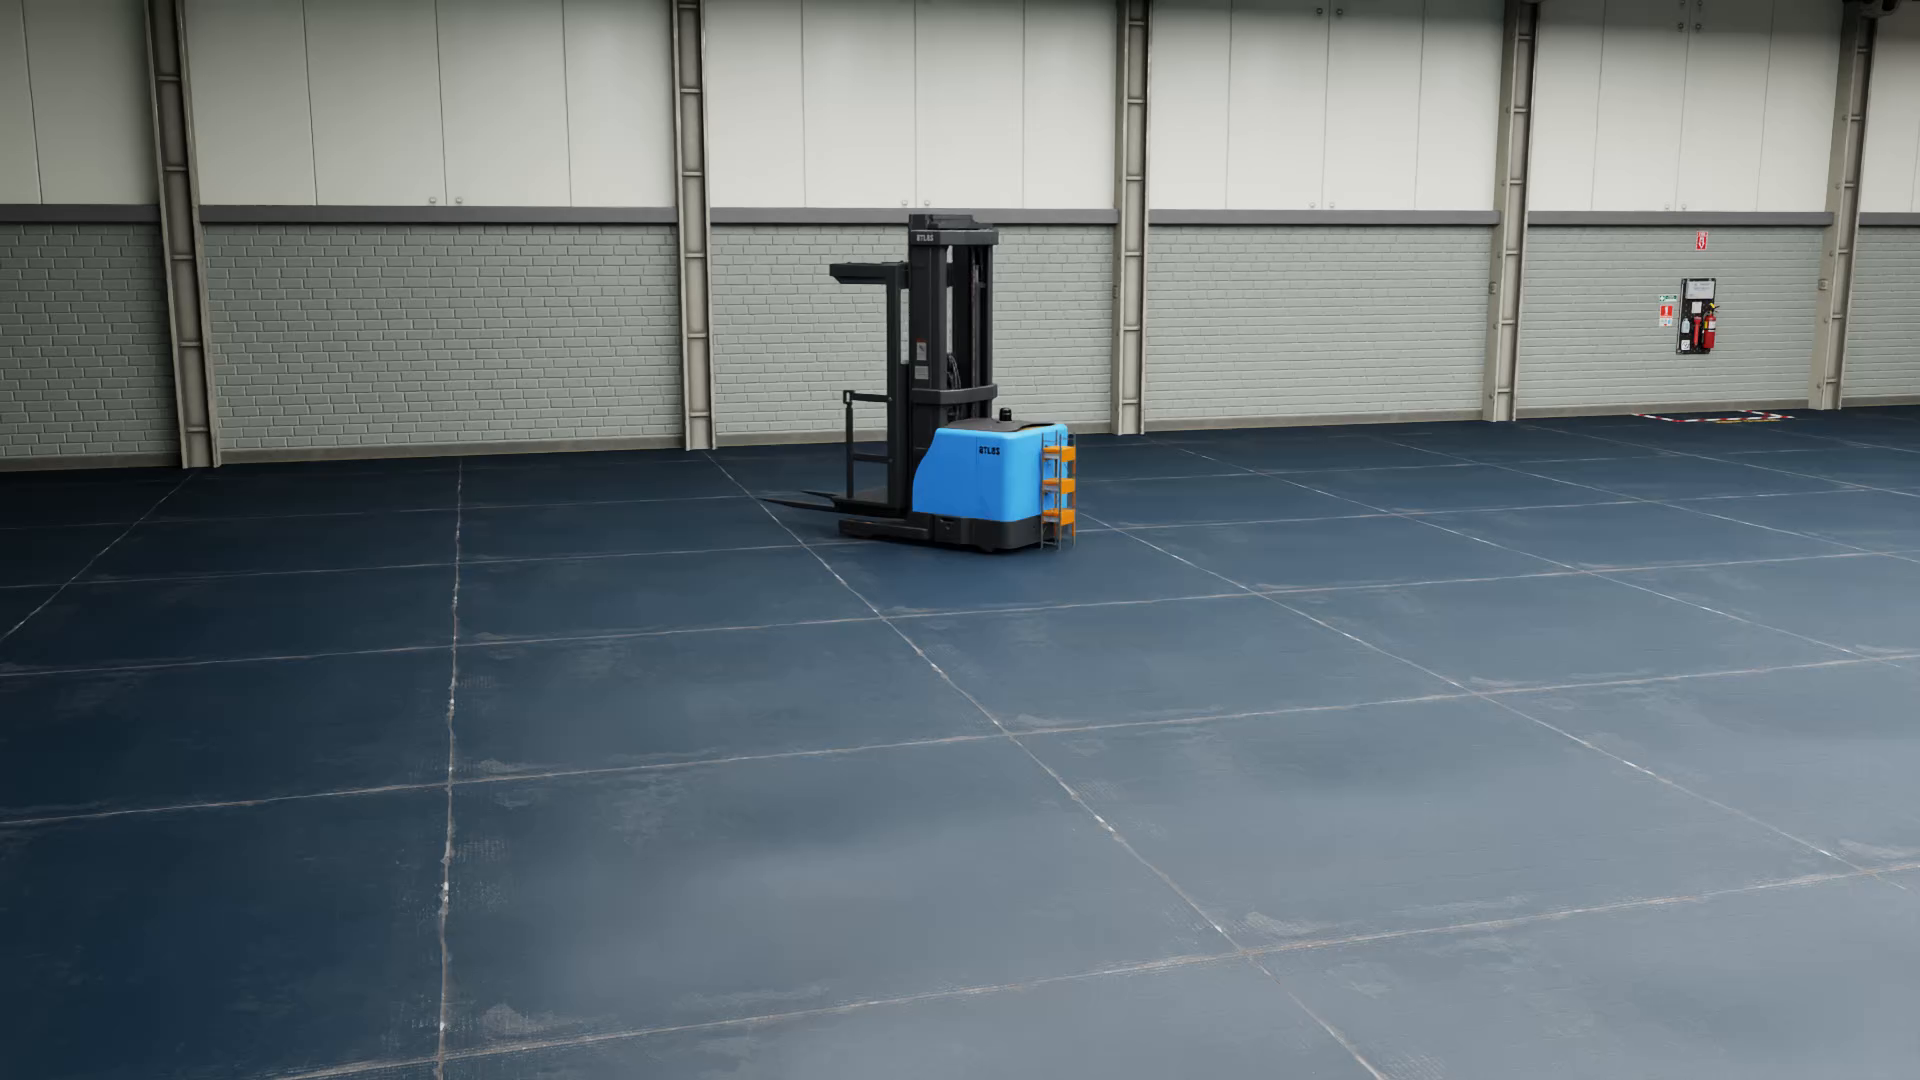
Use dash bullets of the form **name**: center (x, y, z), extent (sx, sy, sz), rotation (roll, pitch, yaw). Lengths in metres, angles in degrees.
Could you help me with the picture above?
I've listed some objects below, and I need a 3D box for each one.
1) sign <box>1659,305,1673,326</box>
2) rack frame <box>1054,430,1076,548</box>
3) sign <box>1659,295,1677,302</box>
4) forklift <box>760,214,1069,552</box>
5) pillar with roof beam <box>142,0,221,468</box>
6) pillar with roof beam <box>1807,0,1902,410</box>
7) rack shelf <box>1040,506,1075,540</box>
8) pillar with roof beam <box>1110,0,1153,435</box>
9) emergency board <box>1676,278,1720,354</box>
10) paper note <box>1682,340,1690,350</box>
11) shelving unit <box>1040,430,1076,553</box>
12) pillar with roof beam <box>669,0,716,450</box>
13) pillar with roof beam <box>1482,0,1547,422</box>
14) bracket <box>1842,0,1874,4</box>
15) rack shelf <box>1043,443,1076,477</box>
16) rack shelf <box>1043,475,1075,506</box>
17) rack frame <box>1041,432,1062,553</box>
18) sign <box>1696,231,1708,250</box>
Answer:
- **sign**: center (10.932, -3.474, 25.739), extent (0.234, 0.329, 0.001), rotation (-3, 11, -16)
- **rack frame**: center (0.935, -0.453, 14.809), extent (0.200, 1.050, 0.008), rotation (7, 12, 33)
- **sign**: center (10.939, -3.734, 25.684), extent (0.331, 0.109, 0.001), rotation (-3, 11, -16)
- **forklift**: center (-0.514, -1.518, 15.401), extent (3.031, 2.935, 1.130), rotation (7, 13, 34)
- **pillar with roof beam**: center (-7.965, -4.573, 15.235), extent (0.400, 9.000, 9.100), rotation (-3, 11, -16)
- **pillar with roof beam**: center (15.078, -5.787, 21.832), extent (0.548, 9.000, 9.100), rotation (-3, 11, -16)
- **rack shelf**: center (0.867, -0.150, 14.761), extent (0.215, 0.259, 0.240), rotation (7, 12, 33)
- **pillar with roof beam**: center (3.556, -5.180, 18.534), extent (0.400, 9.000, 9.100), rotation (-3, 11, -16)
- **emergency board**: center (11.491, -3.467, 25.797), extent (0.643, 1.169, 0.194), rotation (-3, 11, -16)
- **paper note**: center (11.302, -3.037, 25.894), extent (0.142, 0.148, 0.016), rotation (-3, 11, -16)
- **shelving unit**: center (0.867, -0.434, 14.709), extent (0.215, 1.050, 0.252), rotation (7, 12, 33)
- **pillar with roof beam**: center (-2.205, -4.876, 16.884), extent (0.400, 9.000, 9.100), rotation (-3, 11, -16)
- **pillar with roof beam**: center (9.317, -5.484, 20.183), extent (0.548, 9.000, 9.100), rotation (-3, 11, -16)
- **bracket**: center (13.576, -8.223, 25.122), extent (0.430, 0.232, 0.235), rotation (-3, 11, -16)
- **rack shelf**: center (0.867, -0.703, 14.659), extent (0.215, 0.259, 0.240), rotation (7, 12, 33)
- **rack shelf**: center (0.867, -0.424, 14.711), extent (0.215, 0.259, 0.240), rotation (7, 12, 33)
- **rack frame**: center (0.800, -0.416, 14.609), extent (0.200, 1.050, 0.008), rotation (7, 12, 33)
- **sign**: center (11.456, -4.624, 25.679), extent (0.199, 0.298, 0.001), rotation (-3, 11, -16)
